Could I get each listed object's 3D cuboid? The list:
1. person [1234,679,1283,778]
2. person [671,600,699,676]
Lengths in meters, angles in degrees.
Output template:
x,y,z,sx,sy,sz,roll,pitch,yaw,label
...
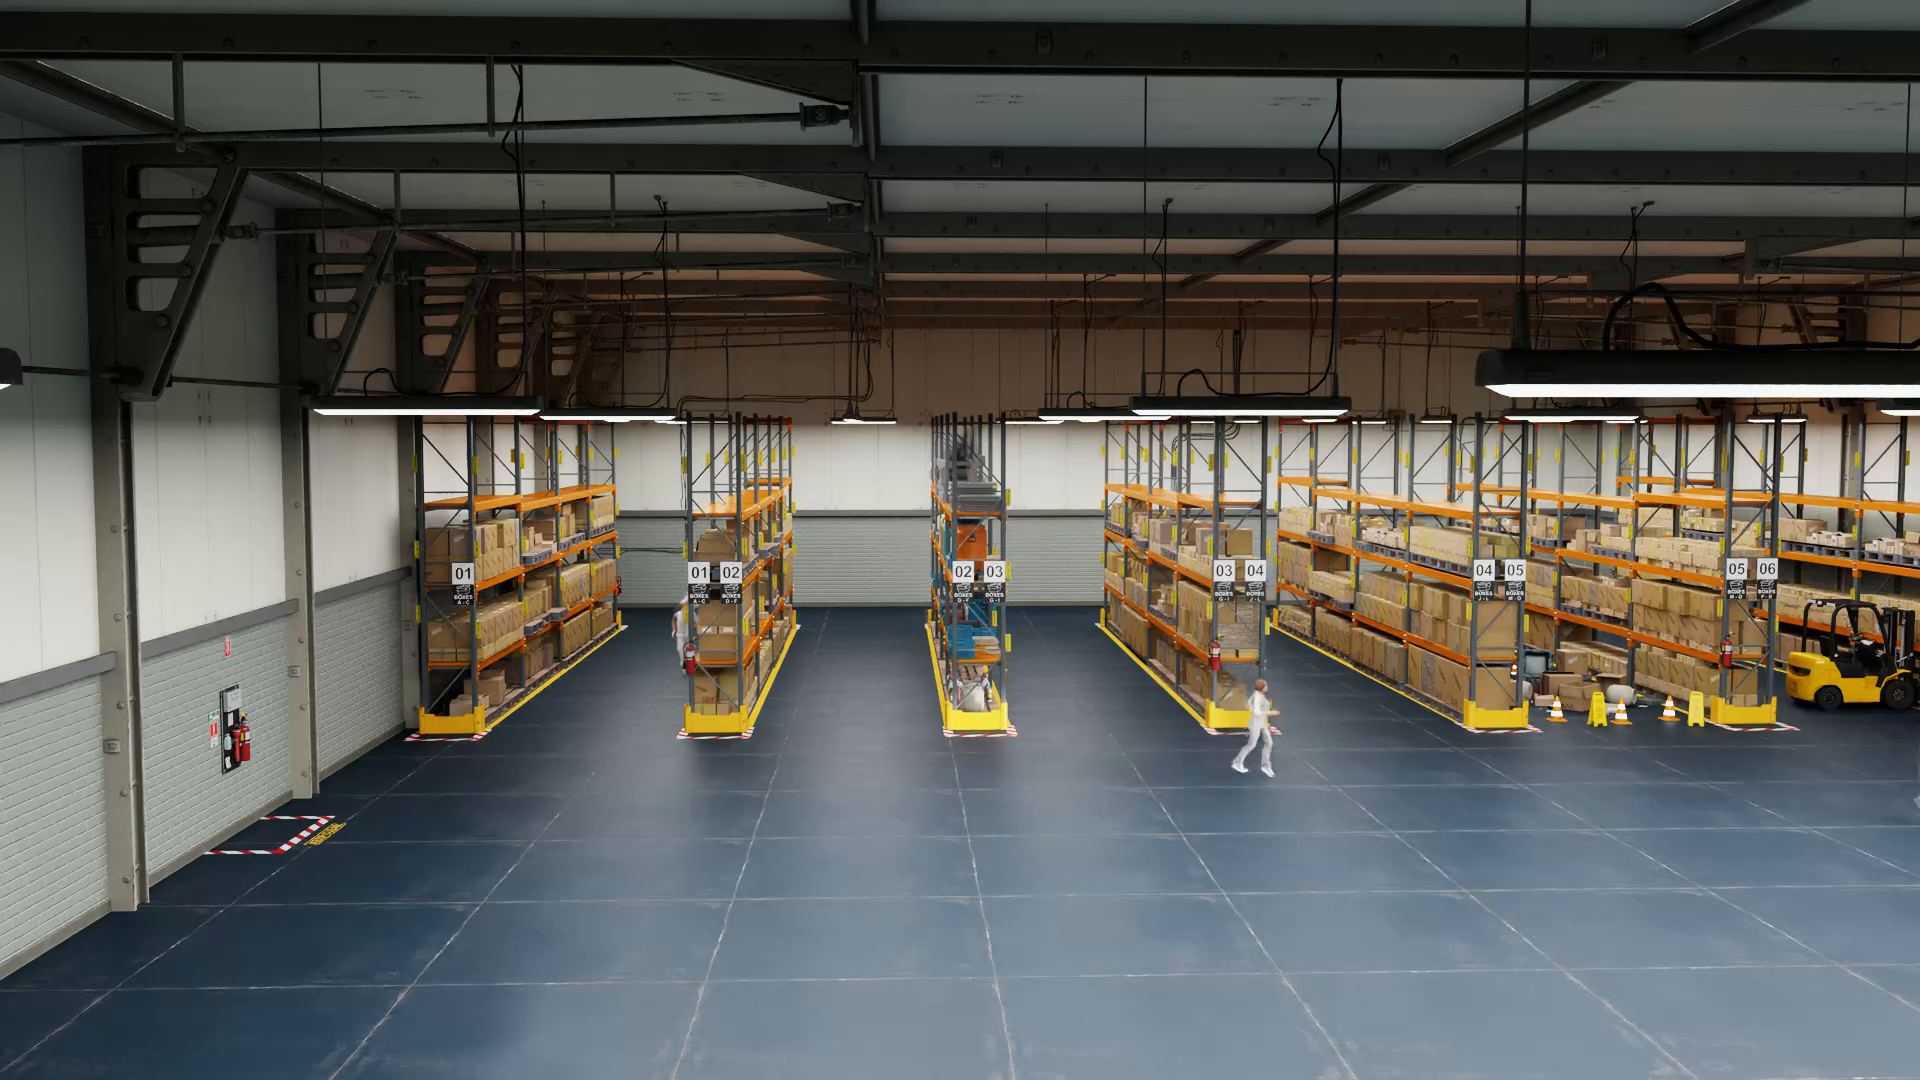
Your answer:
x,y,z,sx,sy,sz,roll,pitch,yaw,label
4.890,3.074,27.200,0.809,1.632,0.468,2,4,24,person
-6.327,2.246,38.266,0.651,1.747,0.667,0,4,-1,person
